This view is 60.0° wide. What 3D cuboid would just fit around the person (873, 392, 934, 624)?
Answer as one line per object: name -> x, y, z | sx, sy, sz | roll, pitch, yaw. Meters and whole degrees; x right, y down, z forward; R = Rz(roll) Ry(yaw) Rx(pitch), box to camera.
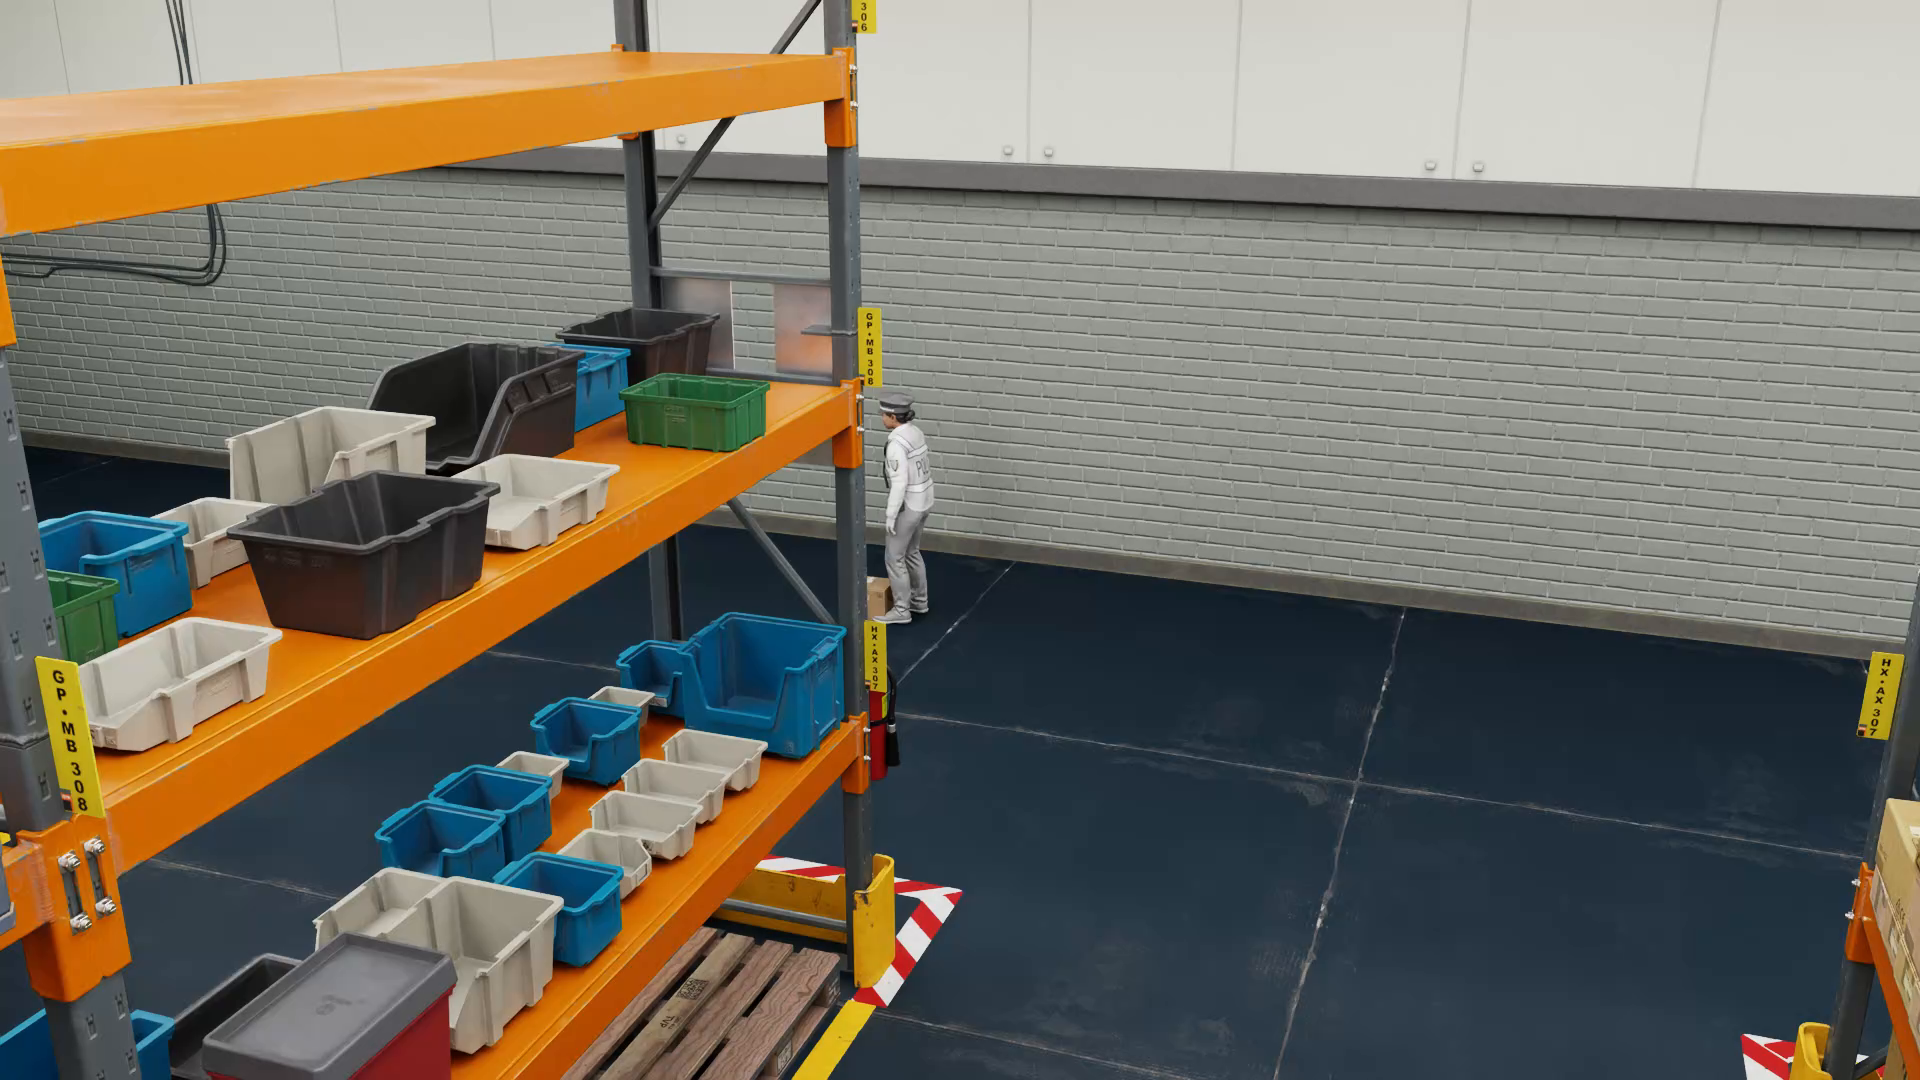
person -> -0.400, -0.221, 11.707 | 0.409, 1.663, 0.527 | 6, 20, 18
